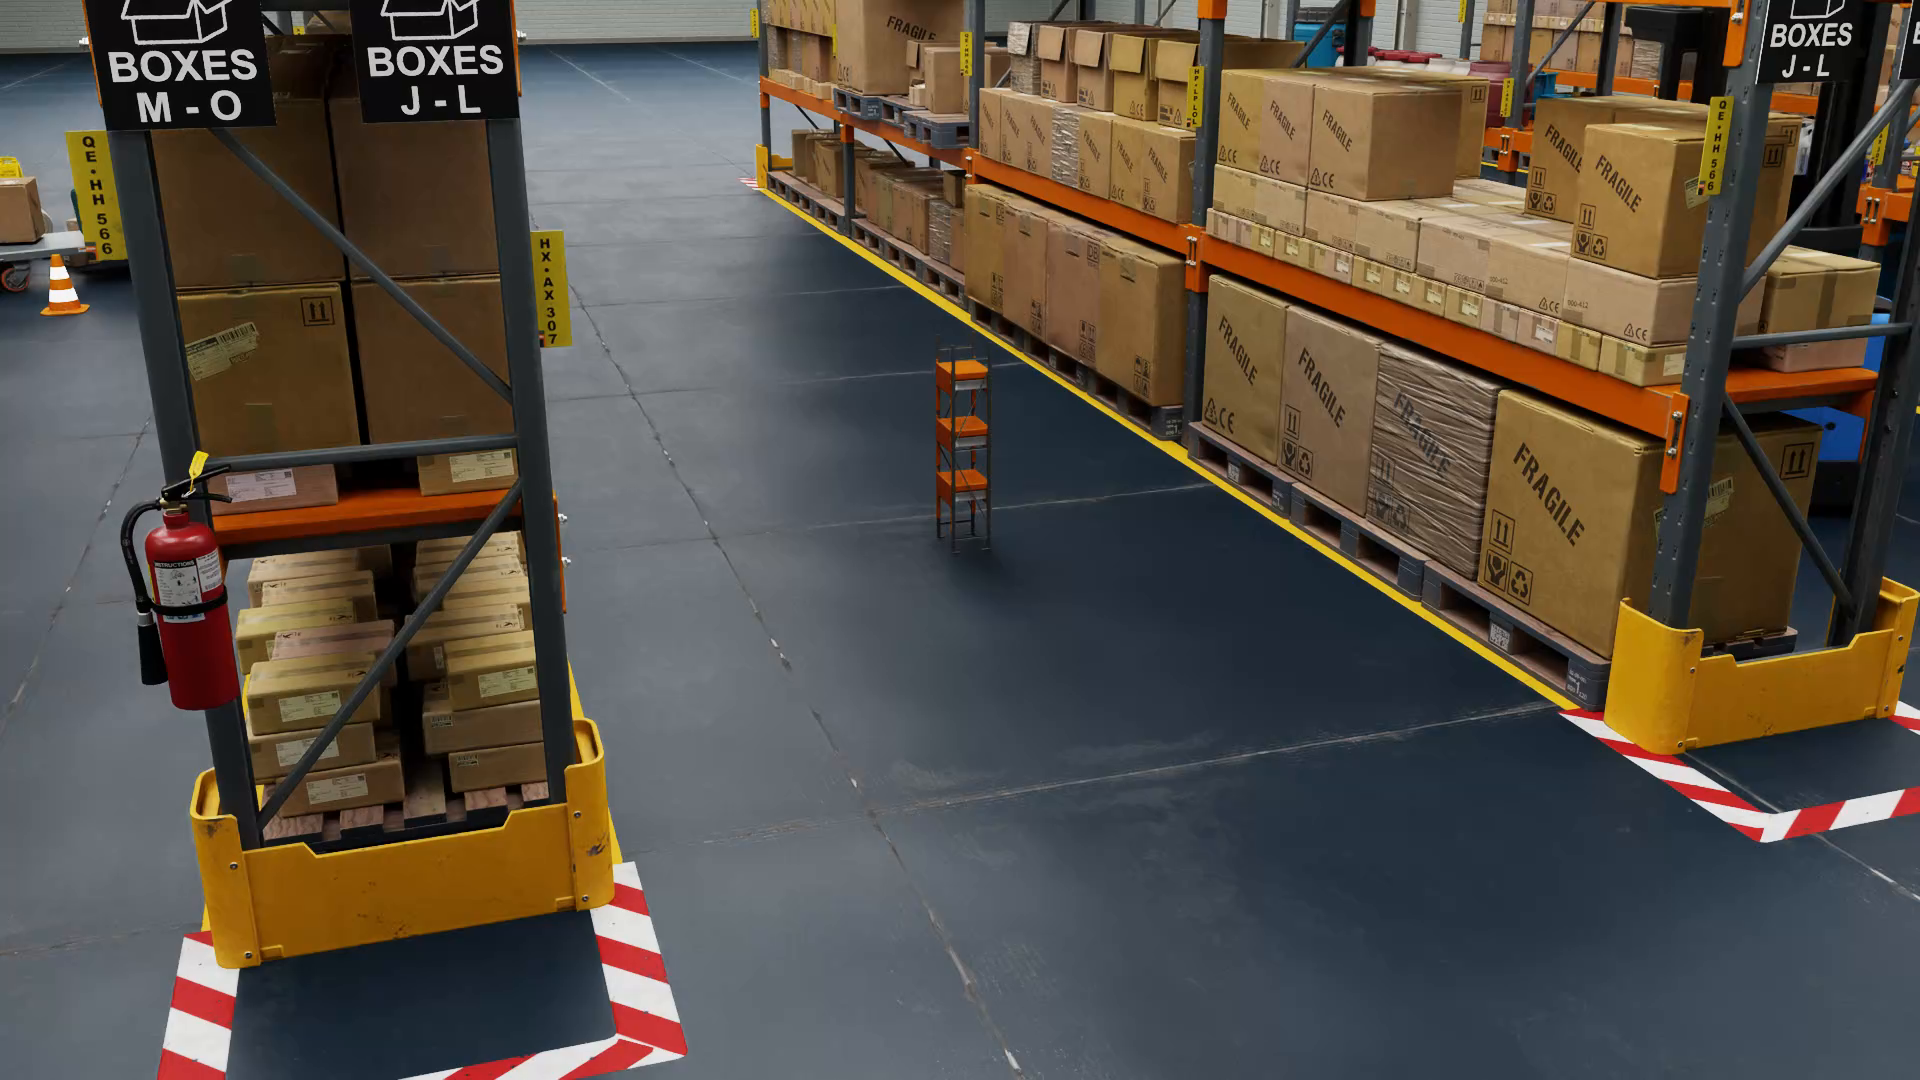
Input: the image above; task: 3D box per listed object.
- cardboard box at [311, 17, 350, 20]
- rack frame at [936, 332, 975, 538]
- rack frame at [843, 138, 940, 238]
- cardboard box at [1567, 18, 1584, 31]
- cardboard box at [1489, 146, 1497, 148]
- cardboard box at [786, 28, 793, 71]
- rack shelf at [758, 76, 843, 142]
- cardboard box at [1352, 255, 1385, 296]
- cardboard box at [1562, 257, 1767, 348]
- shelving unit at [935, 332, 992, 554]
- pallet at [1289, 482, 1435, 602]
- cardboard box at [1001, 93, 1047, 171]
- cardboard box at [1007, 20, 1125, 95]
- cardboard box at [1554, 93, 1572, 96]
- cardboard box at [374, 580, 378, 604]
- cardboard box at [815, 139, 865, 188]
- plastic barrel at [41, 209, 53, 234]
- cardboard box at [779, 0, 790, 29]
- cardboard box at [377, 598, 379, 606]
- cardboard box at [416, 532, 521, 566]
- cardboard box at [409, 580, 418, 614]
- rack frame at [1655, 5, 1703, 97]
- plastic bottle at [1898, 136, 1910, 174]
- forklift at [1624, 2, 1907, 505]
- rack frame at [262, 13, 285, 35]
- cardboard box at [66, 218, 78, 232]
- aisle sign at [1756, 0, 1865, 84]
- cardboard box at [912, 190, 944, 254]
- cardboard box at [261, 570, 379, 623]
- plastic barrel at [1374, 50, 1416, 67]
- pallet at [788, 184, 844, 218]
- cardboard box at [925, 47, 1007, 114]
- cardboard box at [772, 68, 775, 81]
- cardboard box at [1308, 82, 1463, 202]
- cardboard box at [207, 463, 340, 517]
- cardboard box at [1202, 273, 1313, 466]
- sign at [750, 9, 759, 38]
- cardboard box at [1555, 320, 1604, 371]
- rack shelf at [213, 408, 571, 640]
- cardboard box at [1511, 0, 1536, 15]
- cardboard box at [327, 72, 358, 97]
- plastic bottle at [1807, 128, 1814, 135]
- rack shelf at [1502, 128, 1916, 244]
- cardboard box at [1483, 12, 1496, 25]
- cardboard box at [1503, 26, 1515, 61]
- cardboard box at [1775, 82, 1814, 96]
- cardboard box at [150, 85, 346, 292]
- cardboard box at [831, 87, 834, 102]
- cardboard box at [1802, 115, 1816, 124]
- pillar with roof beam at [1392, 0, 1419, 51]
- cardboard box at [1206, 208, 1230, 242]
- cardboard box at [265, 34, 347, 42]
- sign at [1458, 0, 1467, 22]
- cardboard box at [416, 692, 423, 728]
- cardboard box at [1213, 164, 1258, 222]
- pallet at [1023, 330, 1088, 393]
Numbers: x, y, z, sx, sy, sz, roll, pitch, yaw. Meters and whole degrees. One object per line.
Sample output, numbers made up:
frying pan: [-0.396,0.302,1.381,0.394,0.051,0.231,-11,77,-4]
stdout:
cardboard box: [-4.632,-3.791,12.907,0.700,0.500,0.500,-7,21,-18]
rack frame: [-0.022,-0.516,8.300,0.200,1.050,0.008,-6,21,-17]
rack frame: [-0.694,-4.580,16.730,1.000,3.000,0.127,-6,21,-17]
cardboard box: [7.939,-6.541,21.082,0.380,0.149,0.250,-6,21,-15]
cardboard box: [7.573,-5.463,22.634,0.500,0.250,0.500,-6,21,-17]
cardboard box: [-1.533,-5.724,19.326,0.875,0.500,0.500,-6,21,-17]
rack shelf: [-1.322,-4.883,18.639,1.077,0.370,4.000,-6,21,-17]
cardboard box: [2.089,-1.264,7.870,0.380,0.149,0.250,-7,21,-19]
cardboard box: [2.674,-0.926,6.339,0.500,0.250,0.500,-7,21,-18]
shelving unit: [0.017,-0.477,8.191,0.215,1.050,0.252,-6,21,-17]
pallet: [2.373,-0.056,8.260,1.003,0.211,1.213,-6,21,-17]
cardboard box: [0.622,-2.993,12.165,0.500,0.500,0.500,-7,21,-19]
cardboard box: [0.778,-3.579,12.312,0.797,0.503,0.637,-6,21,-15]
cardboard box: [7.740,-5.656,22.064,0.500,0.500,0.500,-6,21,-17]
cardboard box: [-2.502,0.215,6.537,0.380,0.149,0.250,-5,20,-14]
cardboard box: [-1.371,-4.292,19.004,0.500,0.500,0.500,-4,20,-12]
plastic barrel: [-9.272,-3.096,16.411,0.512,0.421,0.421,8,21,20]
cardboard box: [-1.728,-5.994,18.601,0.500,0.500,0.500,-6,21,-17]
cardboard box: [-2.500,0.354,6.589,0.380,0.149,0.250,-6,21,-16]
cardboard box: [-1.898,0.094,6.433,0.380,0.149,0.250,-6,20,-15]
cardboard box: [-1.928,0.242,6.461,0.380,0.149,0.250,-7,21,-20]
rack frame: [8.712,-5.631,19.657,1.000,3.000,0.127,-6,21,-17]
plastic bottle: [6.686,-2.751,11.827,0.097,0.271,0.097,0,20,0]
forklift: [4.436,-2.007,9.667,1.130,2.935,3.031,0,20,0]
rack frame: [-2.920,-1.518,8.206,1.000,3.000,0.127,-6,21,-17]
cardboard box: [-9.029,-3.263,17.282,0.380,0.149,0.250,4,20,11]
aisle sign: [2.816,-1.898,5.417,0.394,0.787,0.004,-6,21,-17]
cardboard box: [-0.037,-2.898,15.094,0.700,0.500,0.500,-5,20,-13]
cardboard box: [-2.317,0.240,6.026,0.380,0.149,0.250,-7,21,-19]
plastic barrel: [4.331,-4.604,16.597,0.433,0.535,0.433,0,20,0]
pallet: [-1.325,-3.872,18.883,1.003,0.211,1.213,-6,21,-17]
cardboard box: [0.085,-3.879,14.009,0.700,0.500,0.500,-3,20,-9]
cardboard box: [-2.027,-5.546,19.792,0.380,0.149,0.250,-6,21,-17]
cardboard box: [2.044,-1.929,8.022,0.500,0.500,0.500,-7,21,-19]
cardboard box: [-2.033,-0.191,4.882,0.380,0.149,0.250,-6,21,-17]
cardboard box: [1.952,-0.990,9.258,0.875,0.875,0.875,-6,21,-17]
sign: [-2.466,-6.213,19.997,0.100,0.325,0.005,-6,21,-17]
cardboard box: [2.570,-0.773,6.504,0.380,0.149,0.250,-6,21,-17]
rack shelf: [-2.291,-0.538,6.541,1.077,0.370,4.000,-6,21,-17]
cardboard box: [7.776,-7.236,22.058,0.700,0.500,0.500,-7,21,-19]
cardboard box: [-1.716,-1.226,5.325,0.500,0.500,0.500,-6,21,-16]
plastic bottle: [6.060,-2.791,11.823,0.144,0.351,0.185,-6,21,-17]
rack shelf: [5.894,-2.842,12.956,1.077,0.370,4.000,-6,21,-17]
cardboard box: [7.373,-7.119,22.690,0.380,0.149,0.250,-7,21,-18]
cardboard box: [7.759,-6.643,22.326,0.700,0.500,0.500,-6,21,-16]
cardboard box: [9.261,-5.100,18.031,0.500,0.500,0.500,-6,21,-17]
cardboard box: [-2.042,-1.013,4.731,0.500,0.500,0.500,-7,21,-18]
cardboard box: [-1.110,-4.581,17.104,0.380,0.149,0.250,-6,21,-17]
cardboard box: [12.467,-5.970,23.926,0.500,0.311,0.500,-5,20,-13]
pillar with roof beam: [5.339,-13.527,32.764,9.100,9.000,0.400,-6,21,-17]
cardboard box: [1.598,-1.764,9.263,0.380,0.149,0.250,-6,21,-17]
cardboard box: [-3.009,-2.005,7.495,0.500,0.500,0.500,-6,21,-16]
sign: [6.926,-7.303,22.913,0.100,0.325,0.005,-6,21,-17]
cardboard box: [-1.768,0.553,6.035,0.380,0.149,0.250,-6,21,-17]
cardboard box: [1.720,-1.904,9.061,0.500,0.250,0.500,-7,21,-18]
pallet: [1.120,-1.332,11.813,1.003,0.211,1.213,-6,21,-17]
